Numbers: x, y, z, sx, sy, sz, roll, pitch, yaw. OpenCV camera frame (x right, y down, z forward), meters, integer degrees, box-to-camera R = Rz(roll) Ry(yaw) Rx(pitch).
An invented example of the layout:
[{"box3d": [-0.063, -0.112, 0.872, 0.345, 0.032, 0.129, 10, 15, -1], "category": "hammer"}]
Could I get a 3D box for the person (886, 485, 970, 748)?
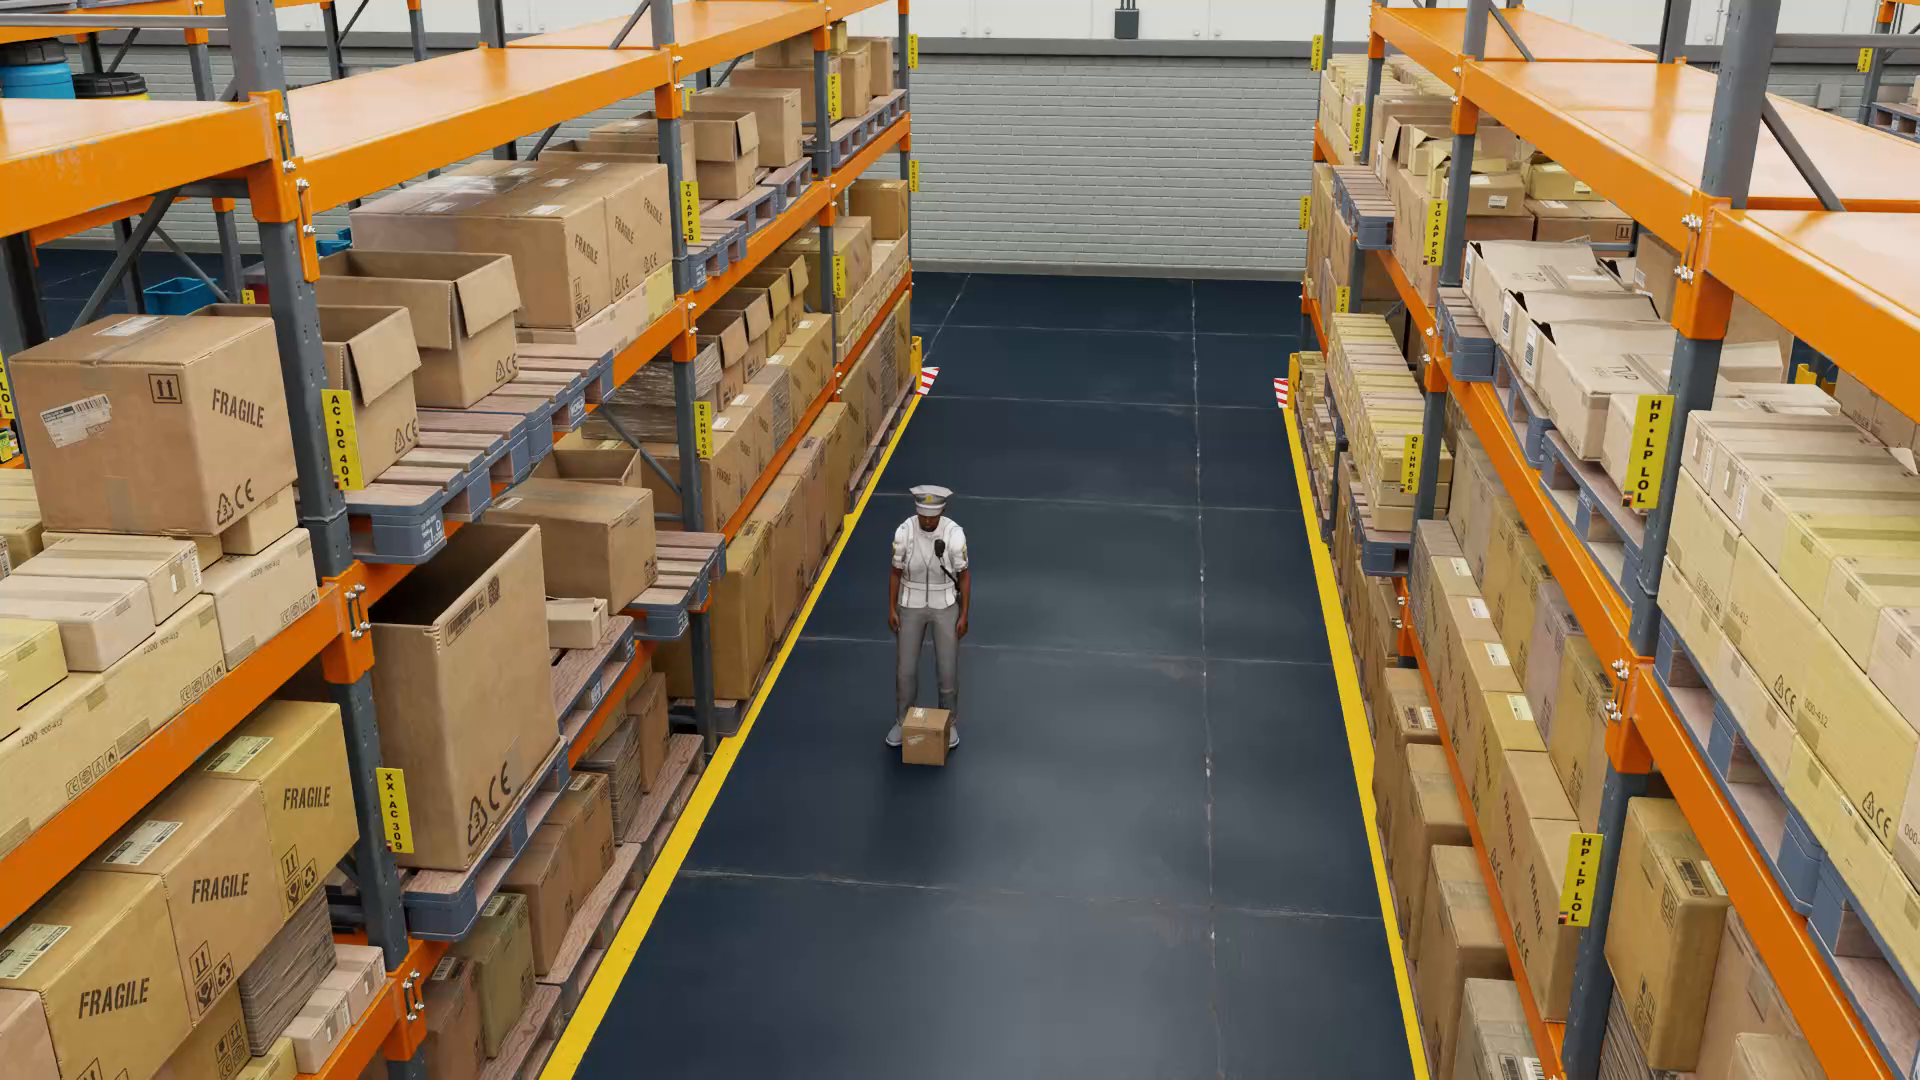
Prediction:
[{"box3d": [-0.192, 0.439, 9.962, 0.503, 1.656, 0.397, 2, 21, 6], "category": "person"}]
